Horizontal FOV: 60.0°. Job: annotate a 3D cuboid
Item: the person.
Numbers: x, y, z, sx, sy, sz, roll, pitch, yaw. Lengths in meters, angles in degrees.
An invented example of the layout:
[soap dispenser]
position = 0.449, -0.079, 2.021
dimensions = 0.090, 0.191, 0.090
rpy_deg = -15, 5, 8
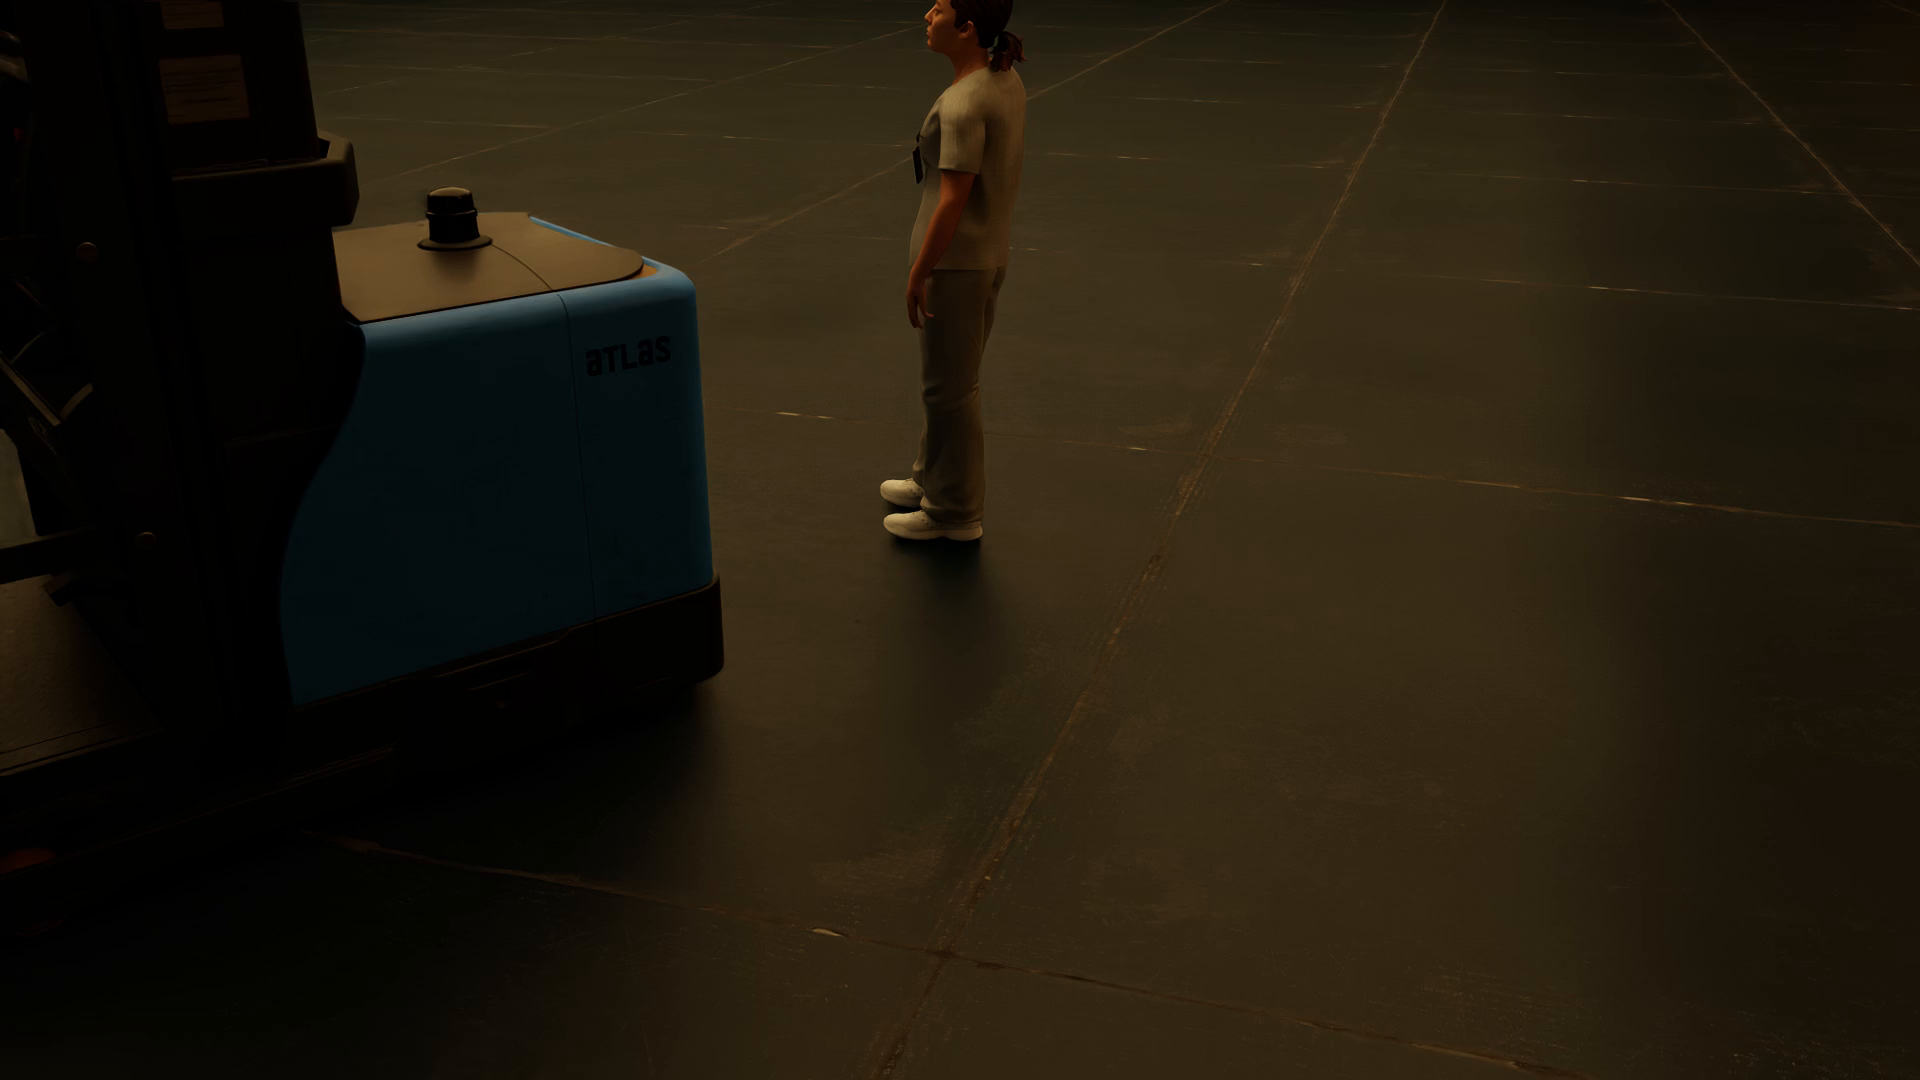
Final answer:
[person]
position = -0.067, -0.795, 4.830
dimensions = 0.548, 1.673, 0.550
rpy_deg = 7, 23, 16

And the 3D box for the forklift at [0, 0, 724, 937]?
[forklift]
position = -2.060, -0.764, 3.129
dimensions = 3.031, 2.935, 1.130
rpy_deg = -17, 28, -35
